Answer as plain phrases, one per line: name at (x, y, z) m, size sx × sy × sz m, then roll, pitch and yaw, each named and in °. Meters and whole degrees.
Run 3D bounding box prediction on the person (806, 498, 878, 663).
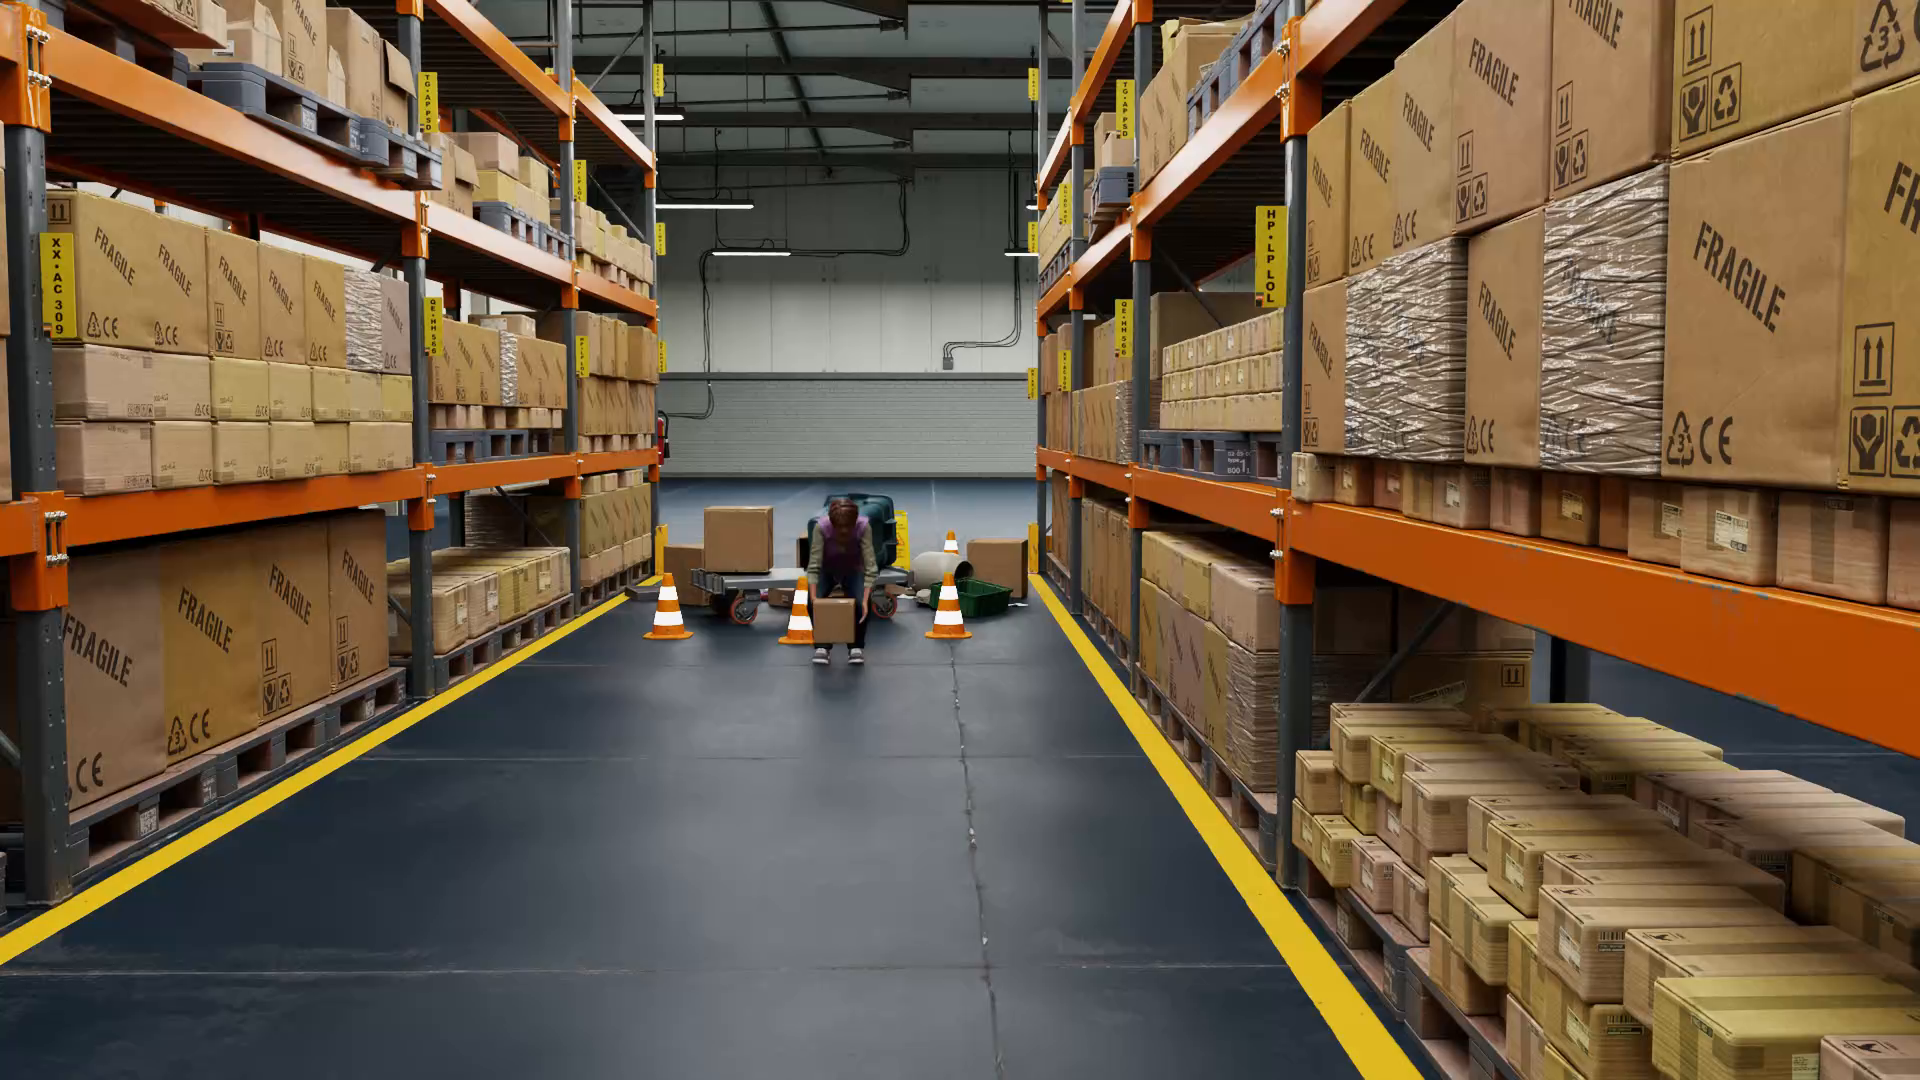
person at (-0.756, 0.259, 10.713) m, size 0.461 × 1.086 × 0.745 m, roll 0°, pitch 4°, yaw -1°
